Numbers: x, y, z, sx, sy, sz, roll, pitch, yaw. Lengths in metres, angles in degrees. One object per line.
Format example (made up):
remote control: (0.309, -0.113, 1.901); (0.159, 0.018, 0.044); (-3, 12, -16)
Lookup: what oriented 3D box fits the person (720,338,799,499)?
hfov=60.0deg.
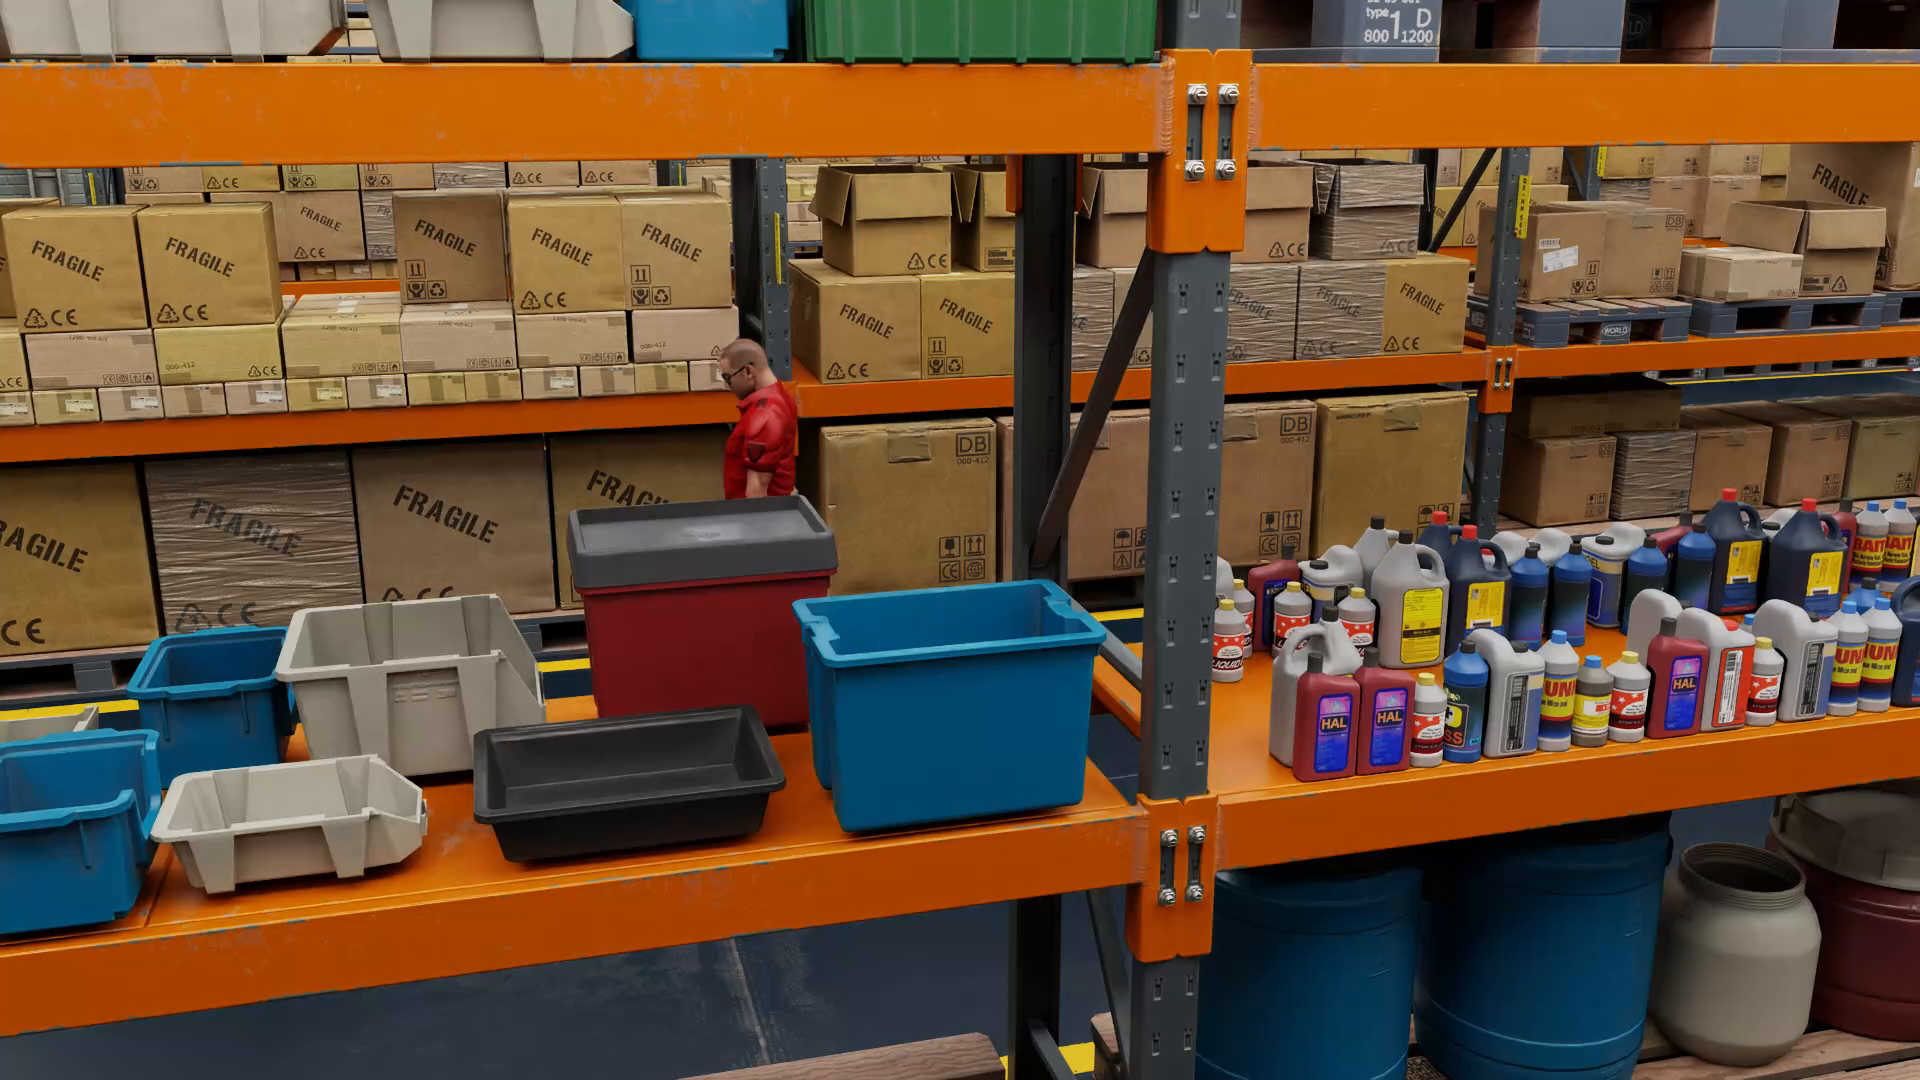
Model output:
person: (-0.853, -0.019, 7.183); (0.365, 1.709, 0.541); (0, 16, 1)
